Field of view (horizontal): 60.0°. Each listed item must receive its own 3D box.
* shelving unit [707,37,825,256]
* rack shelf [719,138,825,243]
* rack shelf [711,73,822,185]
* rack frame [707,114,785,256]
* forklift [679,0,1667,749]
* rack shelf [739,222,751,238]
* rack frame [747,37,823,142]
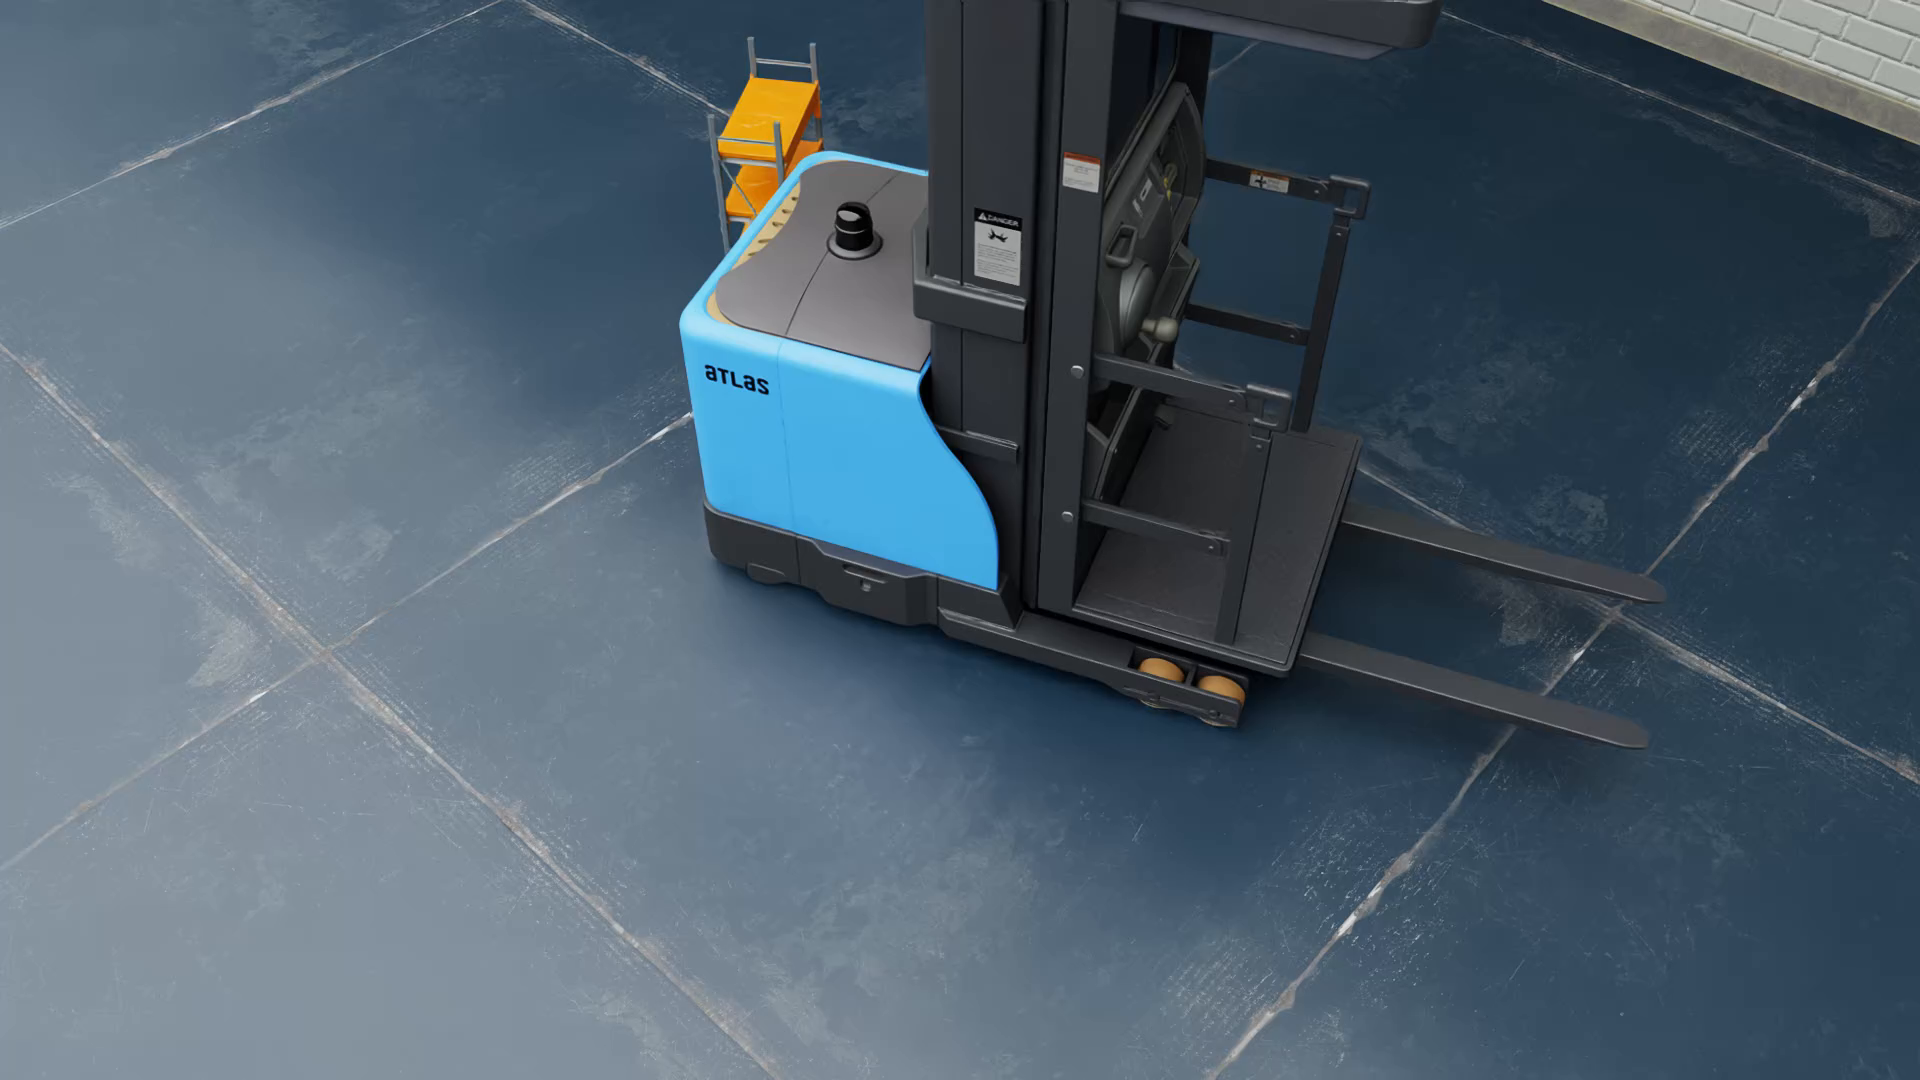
[{"bbox_3d":[-0.656,-1.127,5.985,0.258,1.200,0.503,8,47,7],"label":"shelving unit"},{"bbox_3d":[-0.656,-1.234,5.871,0.258,0.148,0.480,8,47,7],"label":"rack shelf"},{"bbox_3d":[-0.656,-1.396,5.698,0.258,0.148,0.480,8,47,7],"label":"rack shelf"},{"bbox_3d":[-0.700,-0.952,5.821,0.240,1.200,0.015,8,47,7],"label":"rack frame"},{"bbox_3d":[0.721,-0.863,4.549,3.031,2.935,1.130,16,49,14],"label":"forklift"},{"bbox_3d":[-0.656,-1.081,6.034,0.258,0.148,0.480,8,47,7],"label":"rack shelf"},{"bbox_3d":[-0.612,-1.302,6.149,0.240,1.200,0.015,8,47,7],"label":"rack frame"}]
